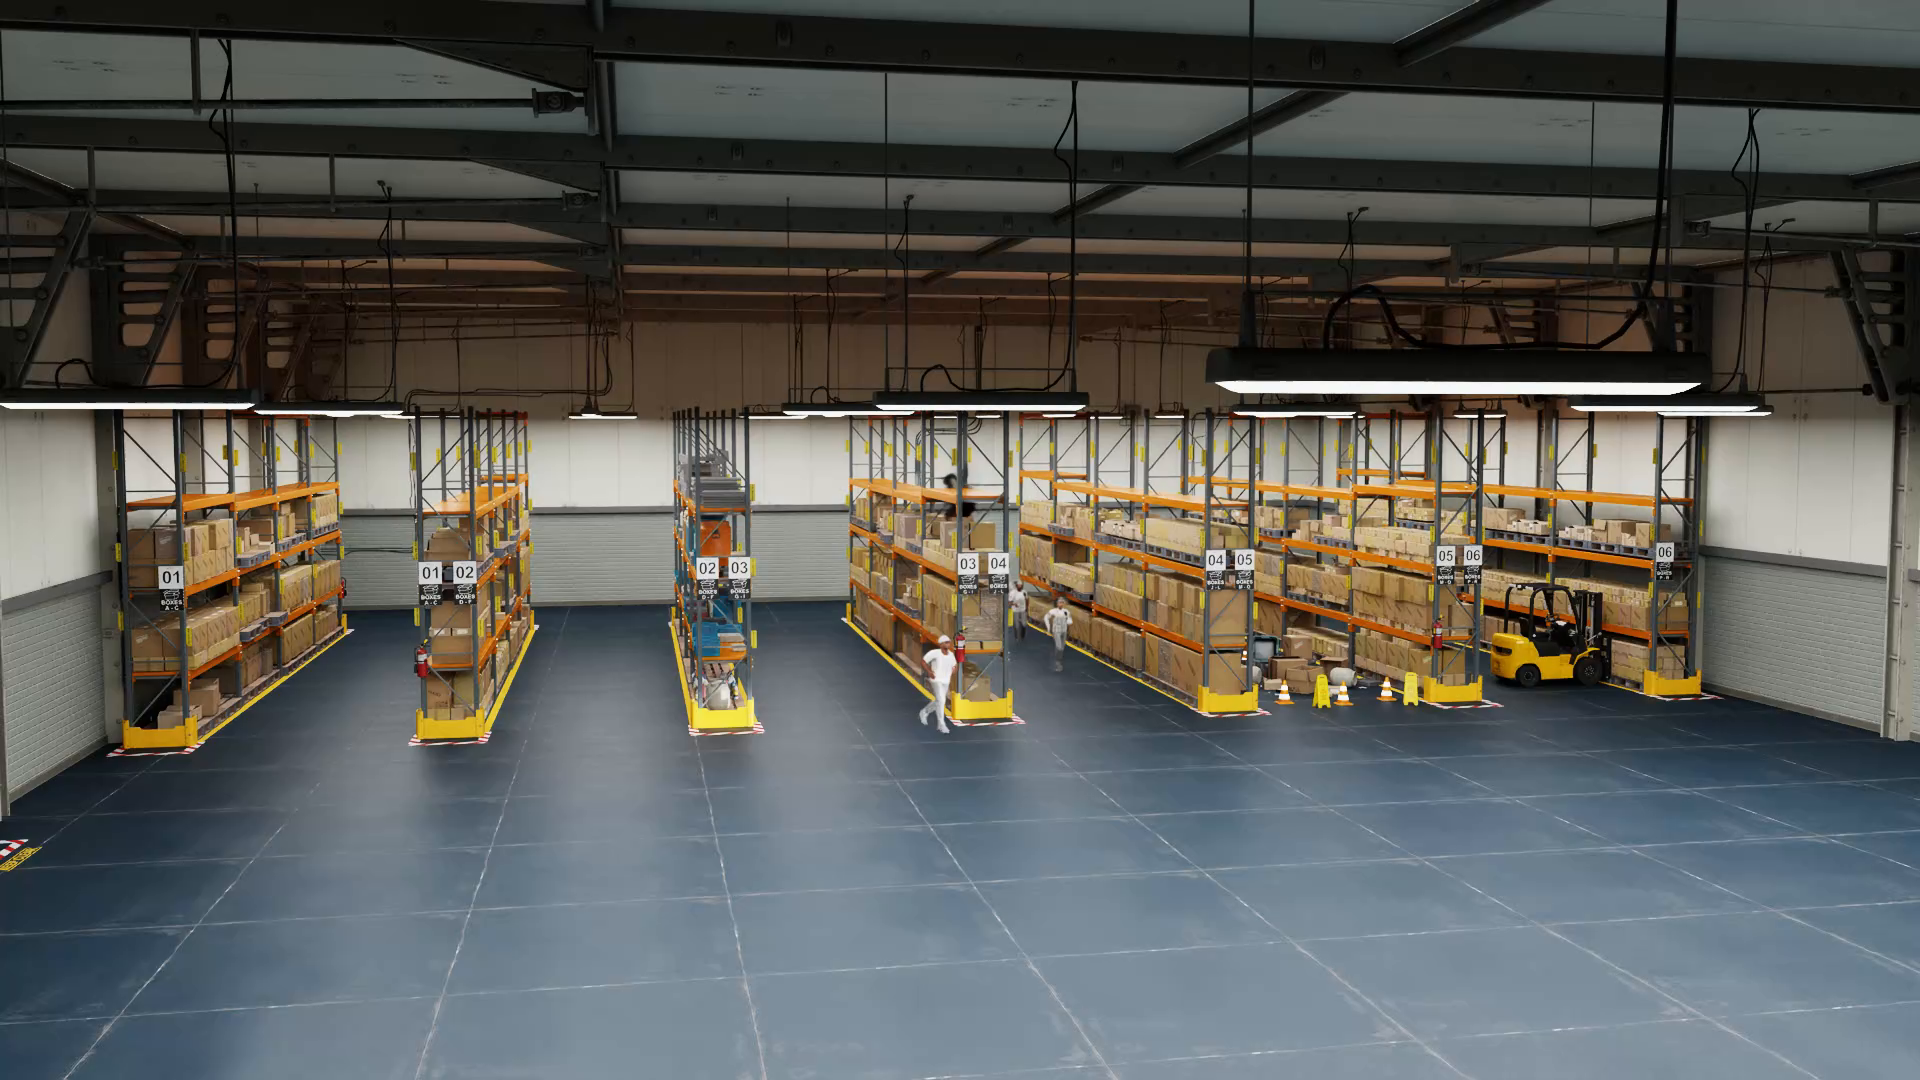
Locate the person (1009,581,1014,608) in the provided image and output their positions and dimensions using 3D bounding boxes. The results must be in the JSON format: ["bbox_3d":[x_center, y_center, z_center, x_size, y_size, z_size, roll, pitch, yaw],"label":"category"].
[{"bbox_3d":[1.236,1.704,45.378,0.513,1.643,0.733,-1,4,-9],"label":"person"}]

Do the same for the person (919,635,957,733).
[{"bbox_3d":[-0.359,2.654,31.069,0.734,1.758,0.906,-4,5,-42],"label":"person"}]

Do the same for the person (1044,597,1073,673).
[{"bbox_3d":[2.289,2.165,38.213,0.578,1.752,0.740,-1,4,-19],"label":"person"}]

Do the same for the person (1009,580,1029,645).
[{"bbox_3d":[1.523,1.861,42.652,0.575,1.705,0.677,0,4,-6],"label":"person"}]

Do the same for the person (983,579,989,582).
[{"bbox_3d":[0.869,1.437,48.836,0.634,1.630,0.740,3,5,36],"label":"person"}]
